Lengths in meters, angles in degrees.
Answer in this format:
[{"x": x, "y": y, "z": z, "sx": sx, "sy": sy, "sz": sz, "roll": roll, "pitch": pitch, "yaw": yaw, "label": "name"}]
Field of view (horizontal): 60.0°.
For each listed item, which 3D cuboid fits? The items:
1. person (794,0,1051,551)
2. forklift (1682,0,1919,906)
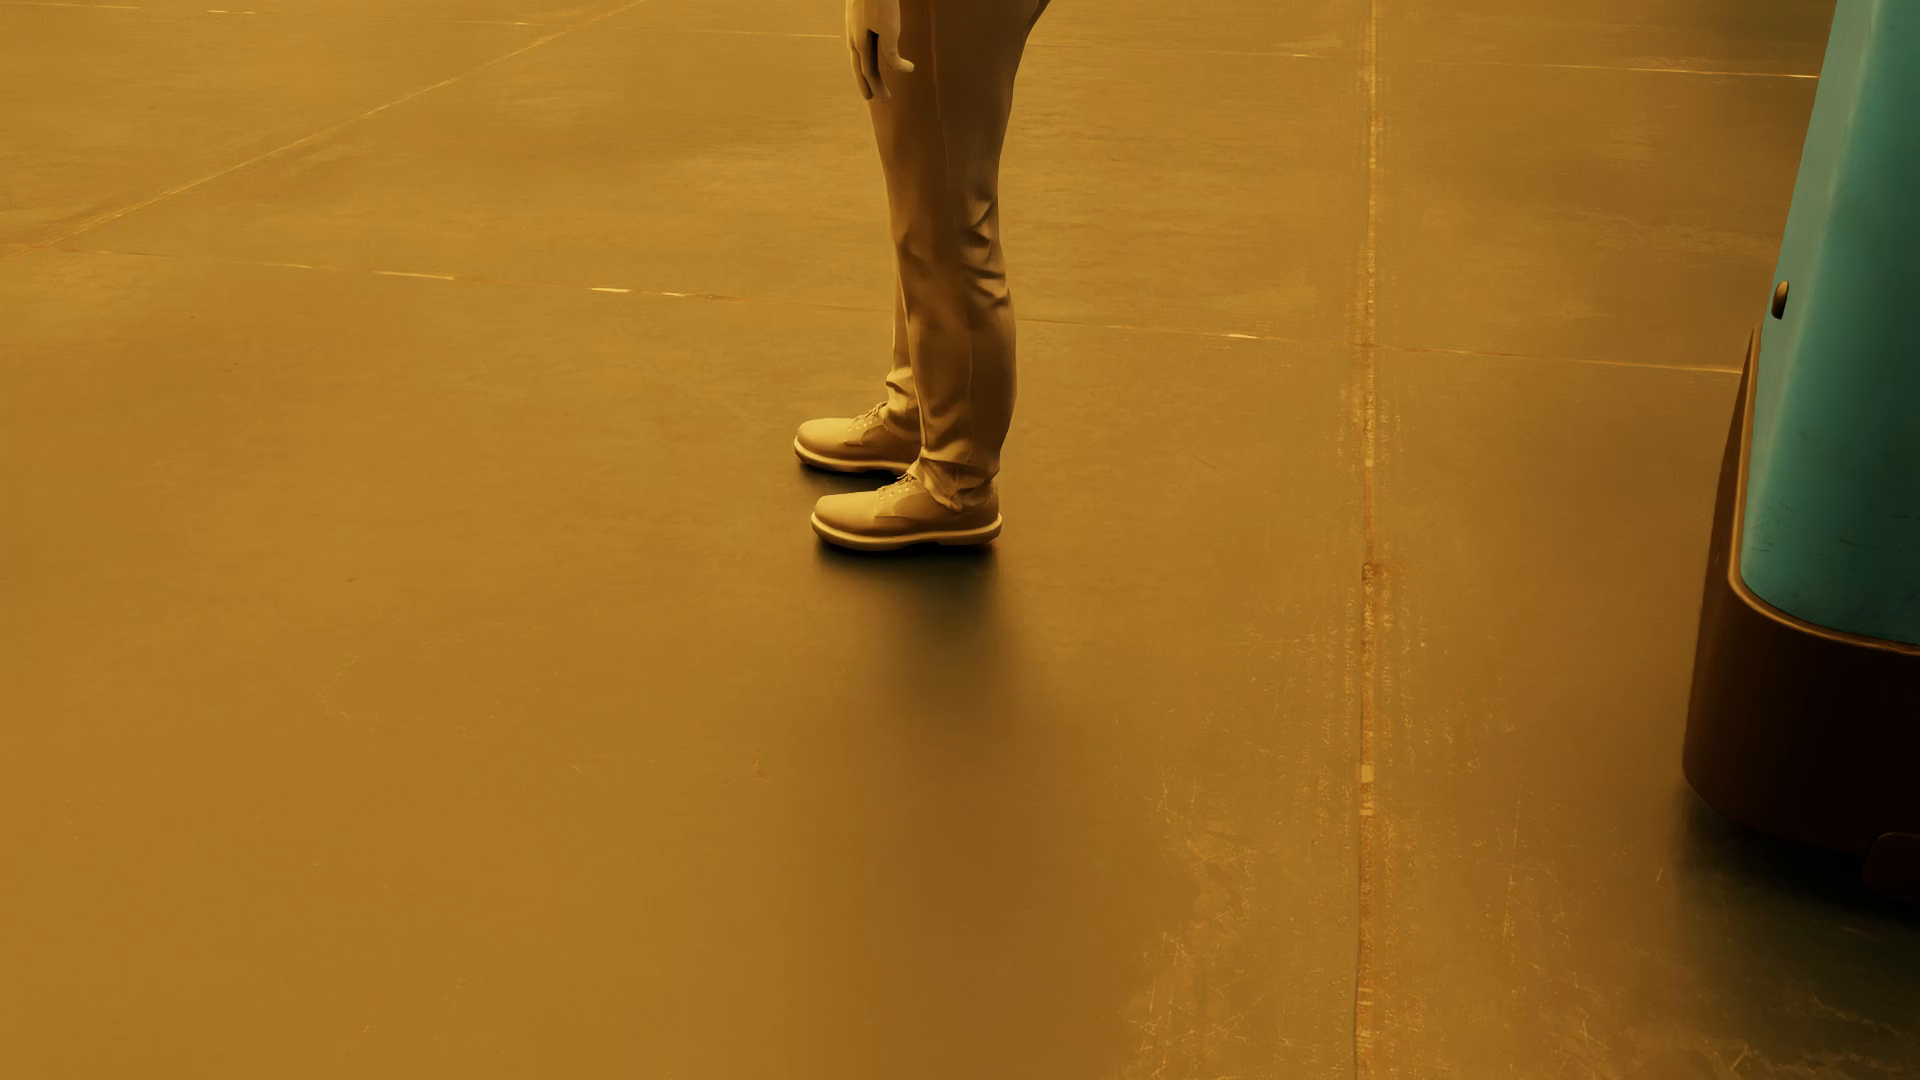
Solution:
[{"x": -0.066, "y": -0.773, "z": 2.135, "sx": 0.530, "sy": 1.694, "sz": 0.586, "roll": 6, "pitch": 27, "yaw": 11, "label": "person"}, {"x": 2.355, "y": -0.882, "z": 0.994, "sx": 3.031, "sy": 2.935, "sz": 1.130, "roll": 12, "pitch": 29, "yaw": 22, "label": "forklift"}]
